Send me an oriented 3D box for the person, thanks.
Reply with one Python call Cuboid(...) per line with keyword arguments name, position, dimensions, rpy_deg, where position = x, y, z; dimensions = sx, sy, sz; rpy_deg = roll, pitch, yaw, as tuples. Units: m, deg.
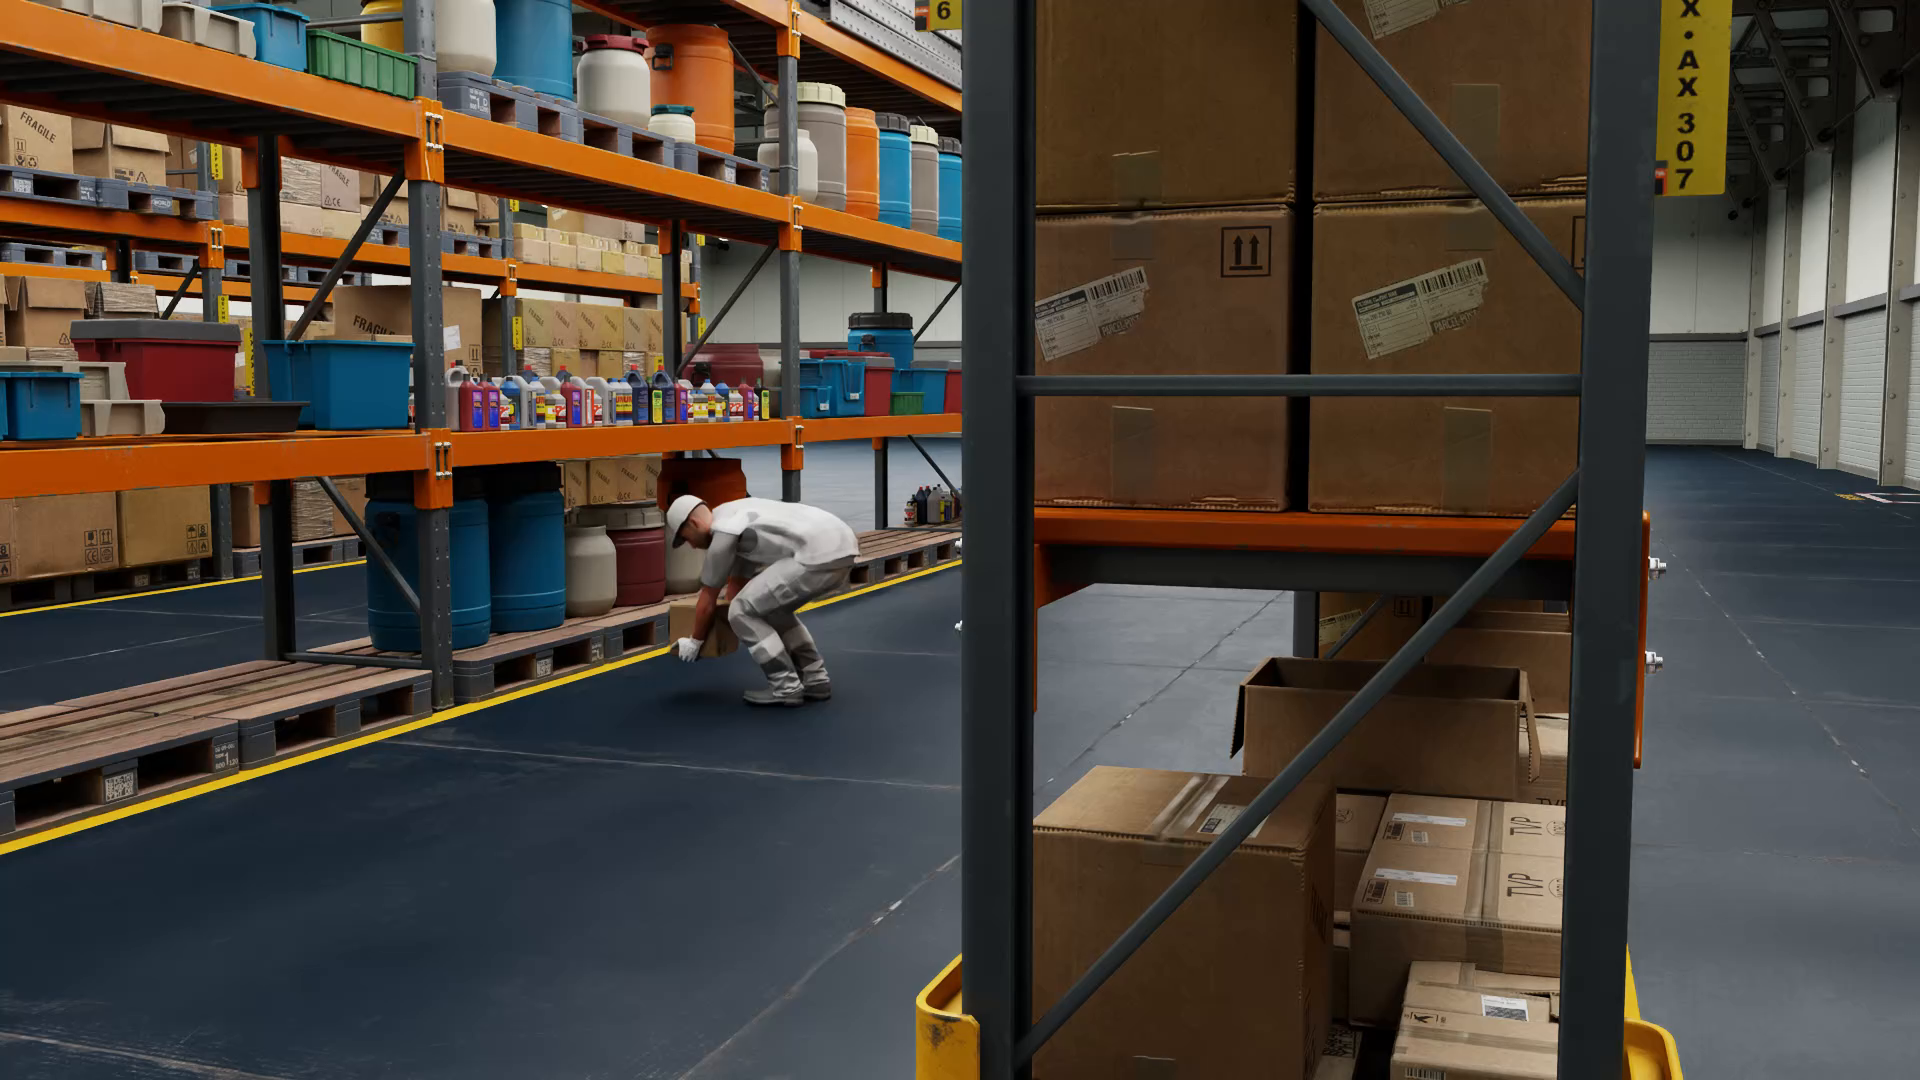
Cuboid(name="person", position=(-0.965, 0.285, 8.062), dimensions=(0.955, 0.995, 0.525), rpy_deg=(1, 5, 16))
